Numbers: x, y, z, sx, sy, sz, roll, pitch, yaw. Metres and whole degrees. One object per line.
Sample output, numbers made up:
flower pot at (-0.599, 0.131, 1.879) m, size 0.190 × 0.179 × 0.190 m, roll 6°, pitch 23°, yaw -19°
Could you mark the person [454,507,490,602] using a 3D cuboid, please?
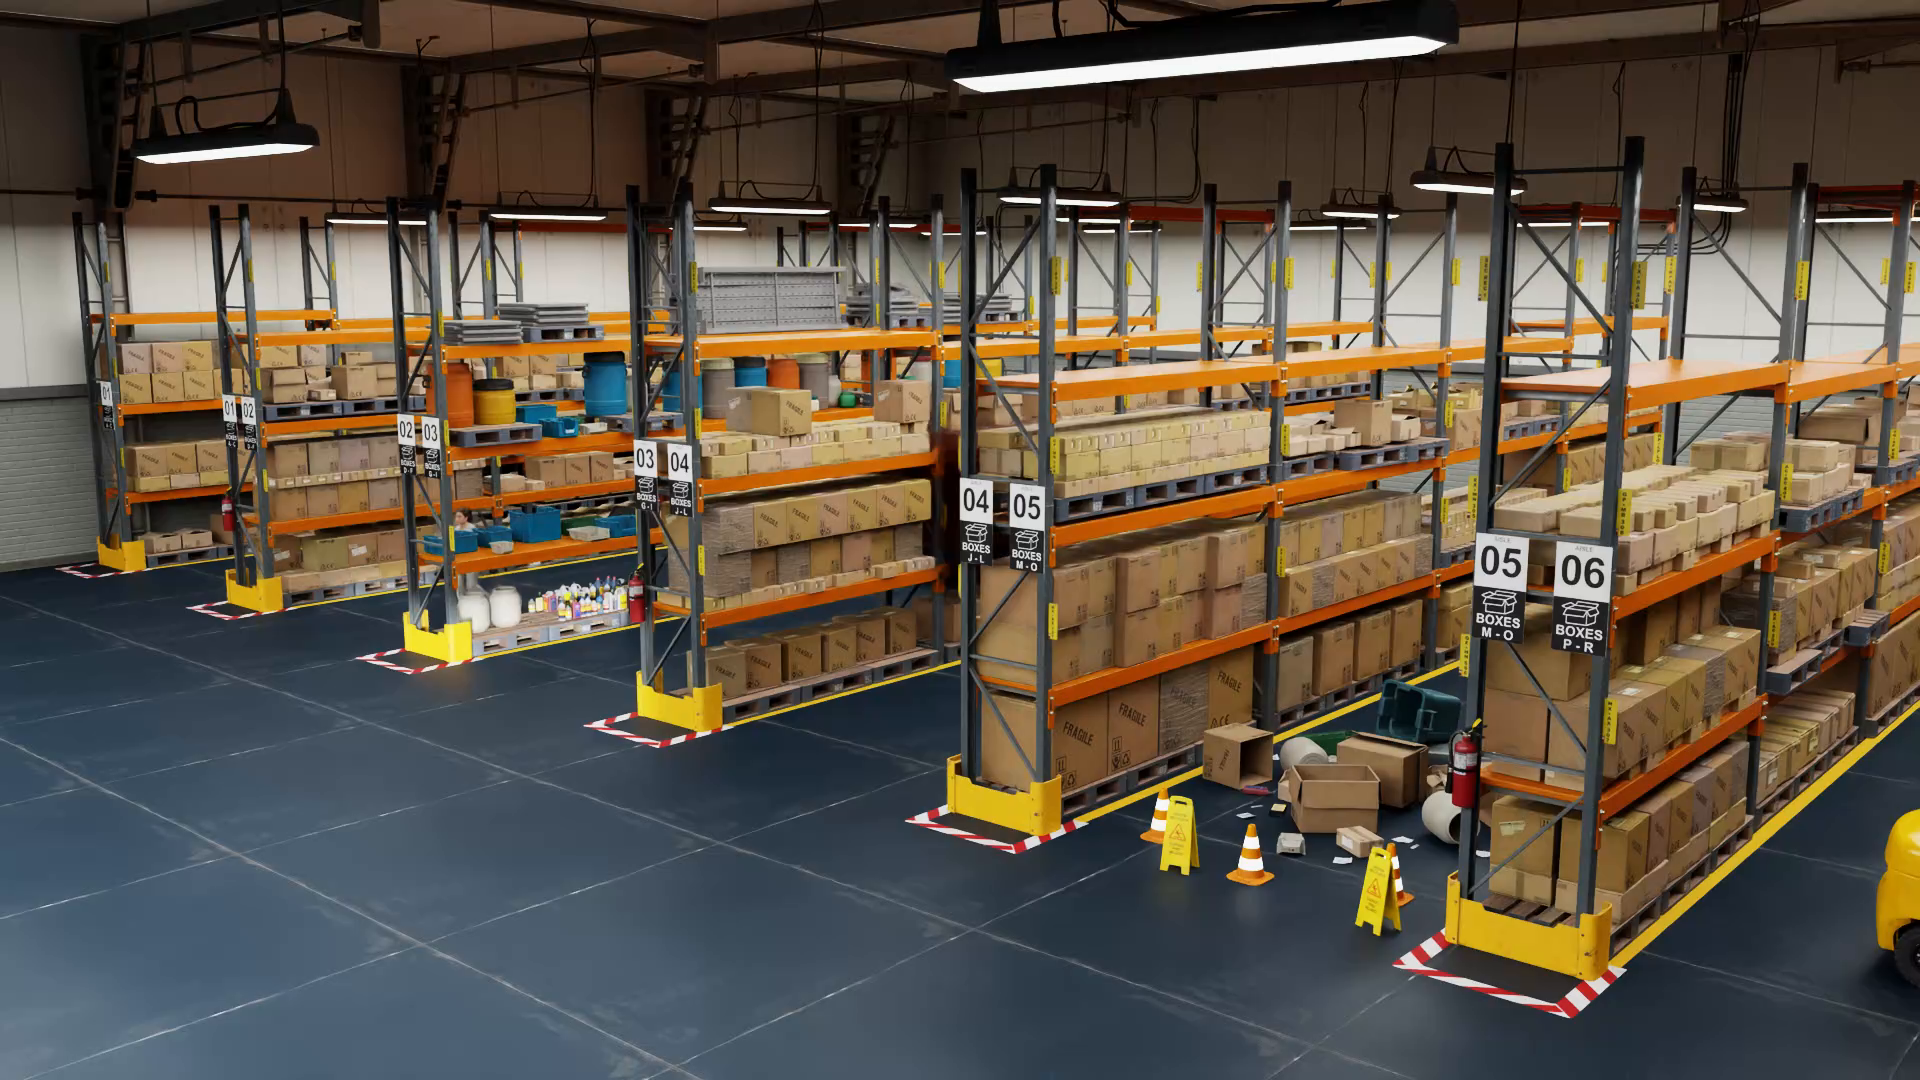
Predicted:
person at (-7.178, 0.321, 24.432) m, size 0.534 × 1.653 × 0.600 m, roll 5°, pitch 11°, yaw 29°
